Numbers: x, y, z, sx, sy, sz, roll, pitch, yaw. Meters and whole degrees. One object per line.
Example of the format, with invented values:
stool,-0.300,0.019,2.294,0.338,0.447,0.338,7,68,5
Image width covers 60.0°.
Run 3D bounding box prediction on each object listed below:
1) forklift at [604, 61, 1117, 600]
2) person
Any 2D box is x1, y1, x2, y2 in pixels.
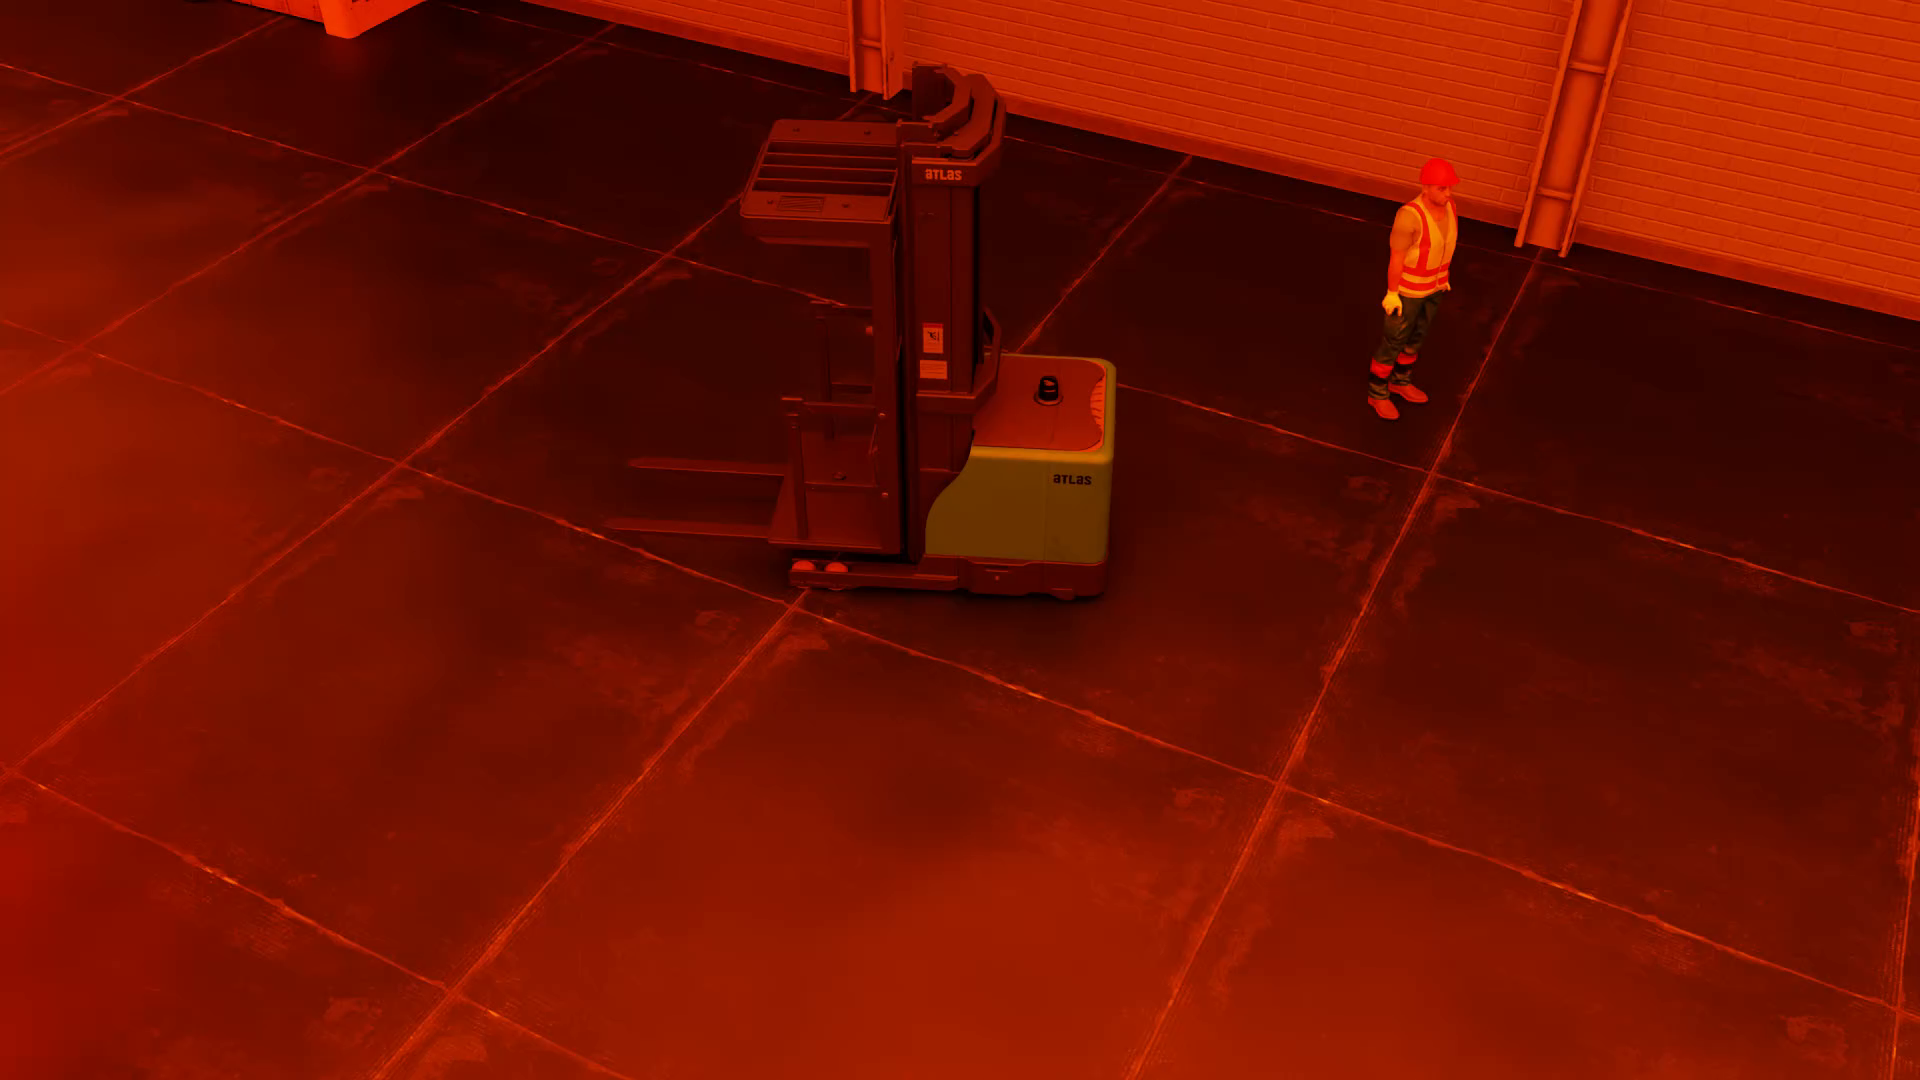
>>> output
forklift,-0.606,-1.157,9.360,3.031,2.935,1.130,3,40,4
person,2.987,-1.642,10.822,0.552,1.795,0.352,-25,46,-27
